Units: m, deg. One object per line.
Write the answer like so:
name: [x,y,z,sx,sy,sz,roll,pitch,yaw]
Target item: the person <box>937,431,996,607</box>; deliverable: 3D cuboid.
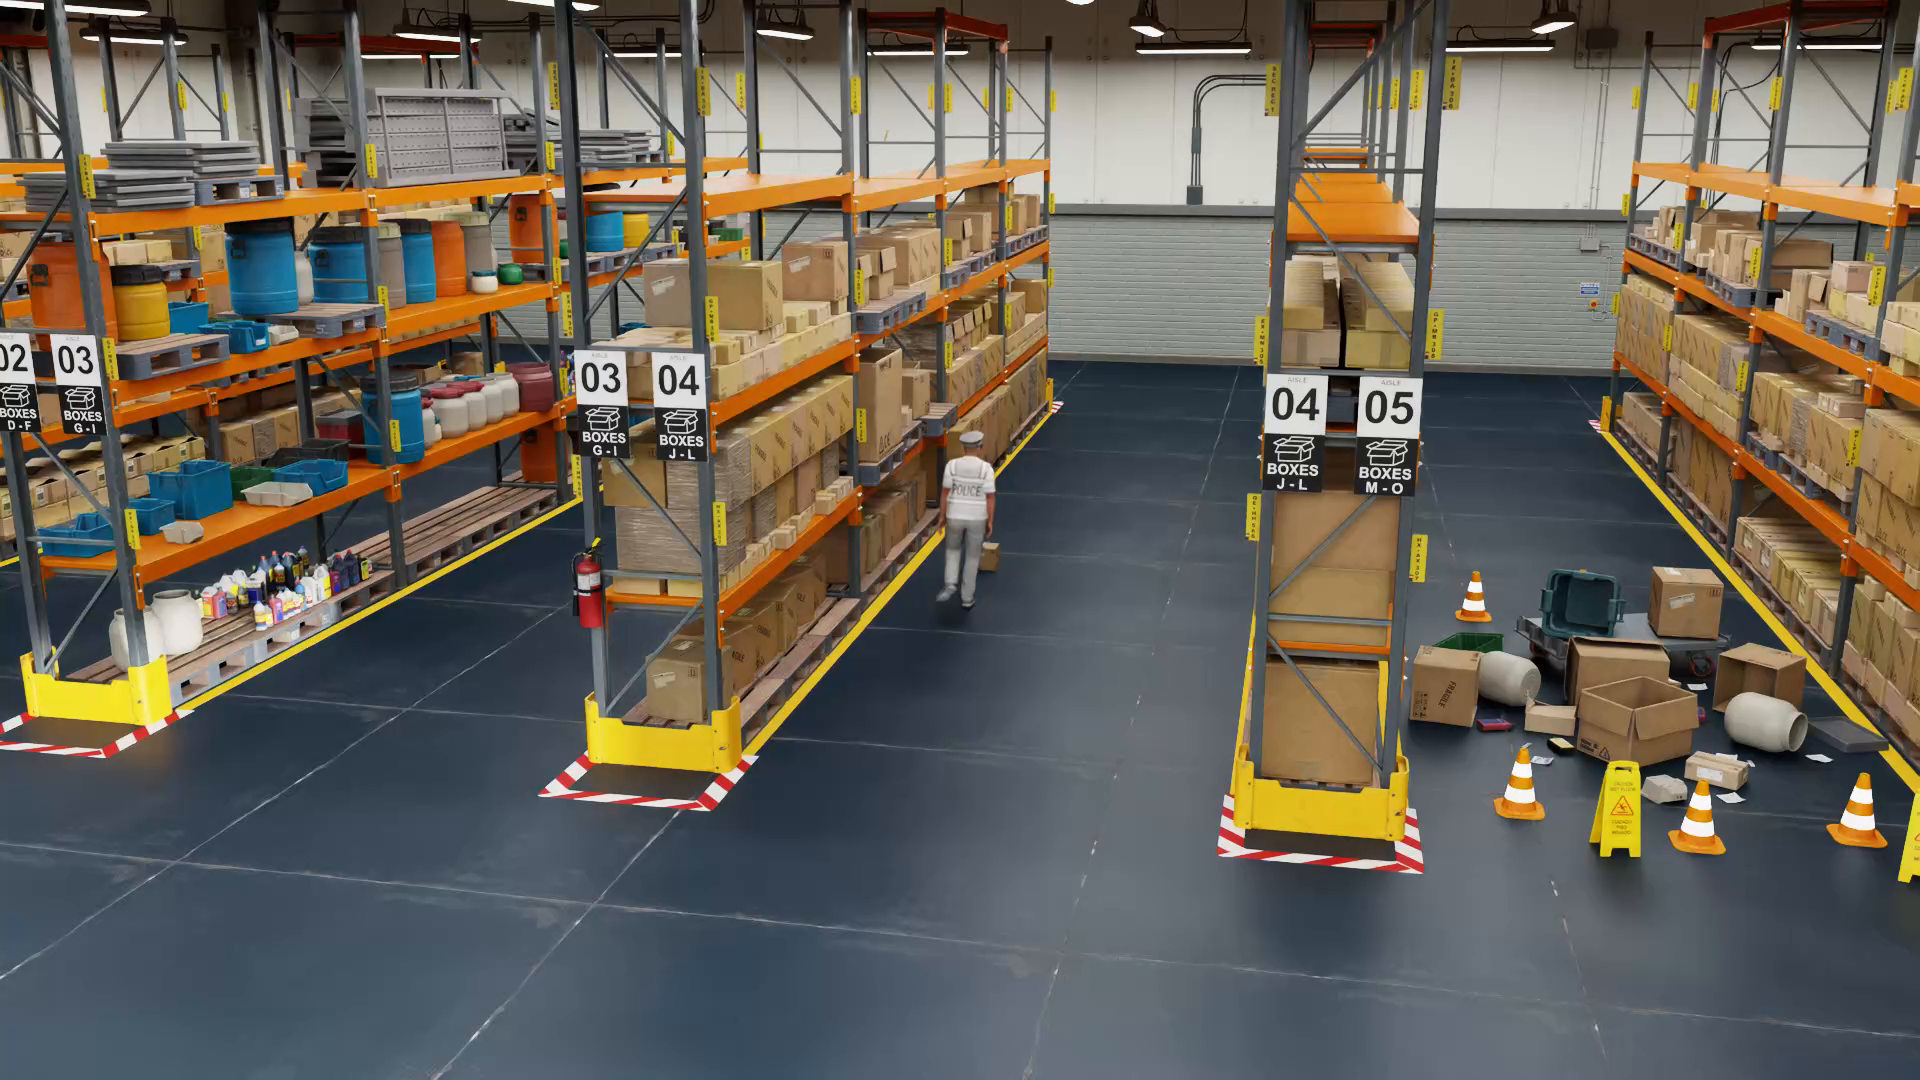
person: [0.069,-0.207,16.693,0.579,1.754,0.474,3,15,12]
